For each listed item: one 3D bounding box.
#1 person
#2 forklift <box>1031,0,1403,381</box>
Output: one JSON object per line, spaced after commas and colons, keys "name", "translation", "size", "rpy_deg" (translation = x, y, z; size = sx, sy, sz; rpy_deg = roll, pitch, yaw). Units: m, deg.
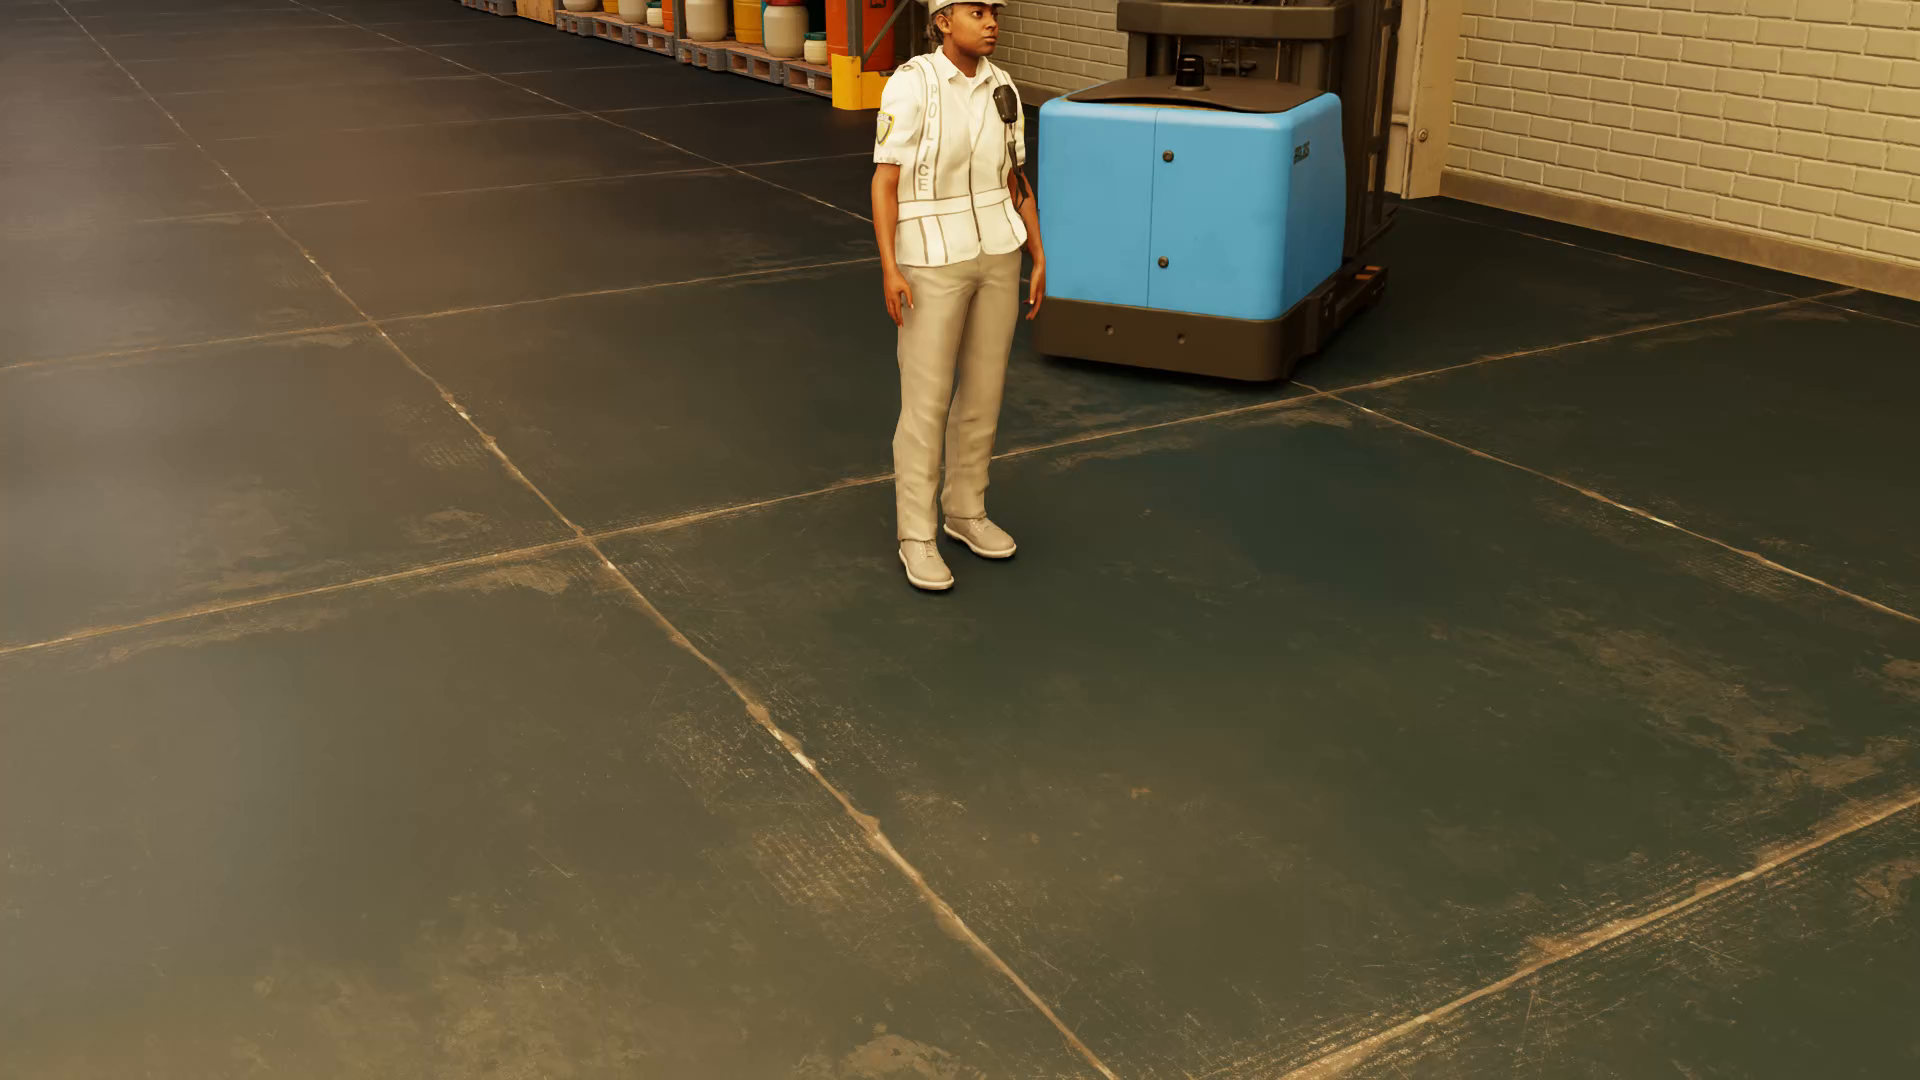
{"name": "person", "translation": [0.020, -0.762, 4.741], "size": [0.569, 1.694, 0.529], "rpy_deg": [-12, 25, -28]}
{"name": "forklift", "translation": [1.390, -2.493, 7.350], "size": [1.130, 2.935, 3.031], "rpy_deg": [10, 24, 24]}
